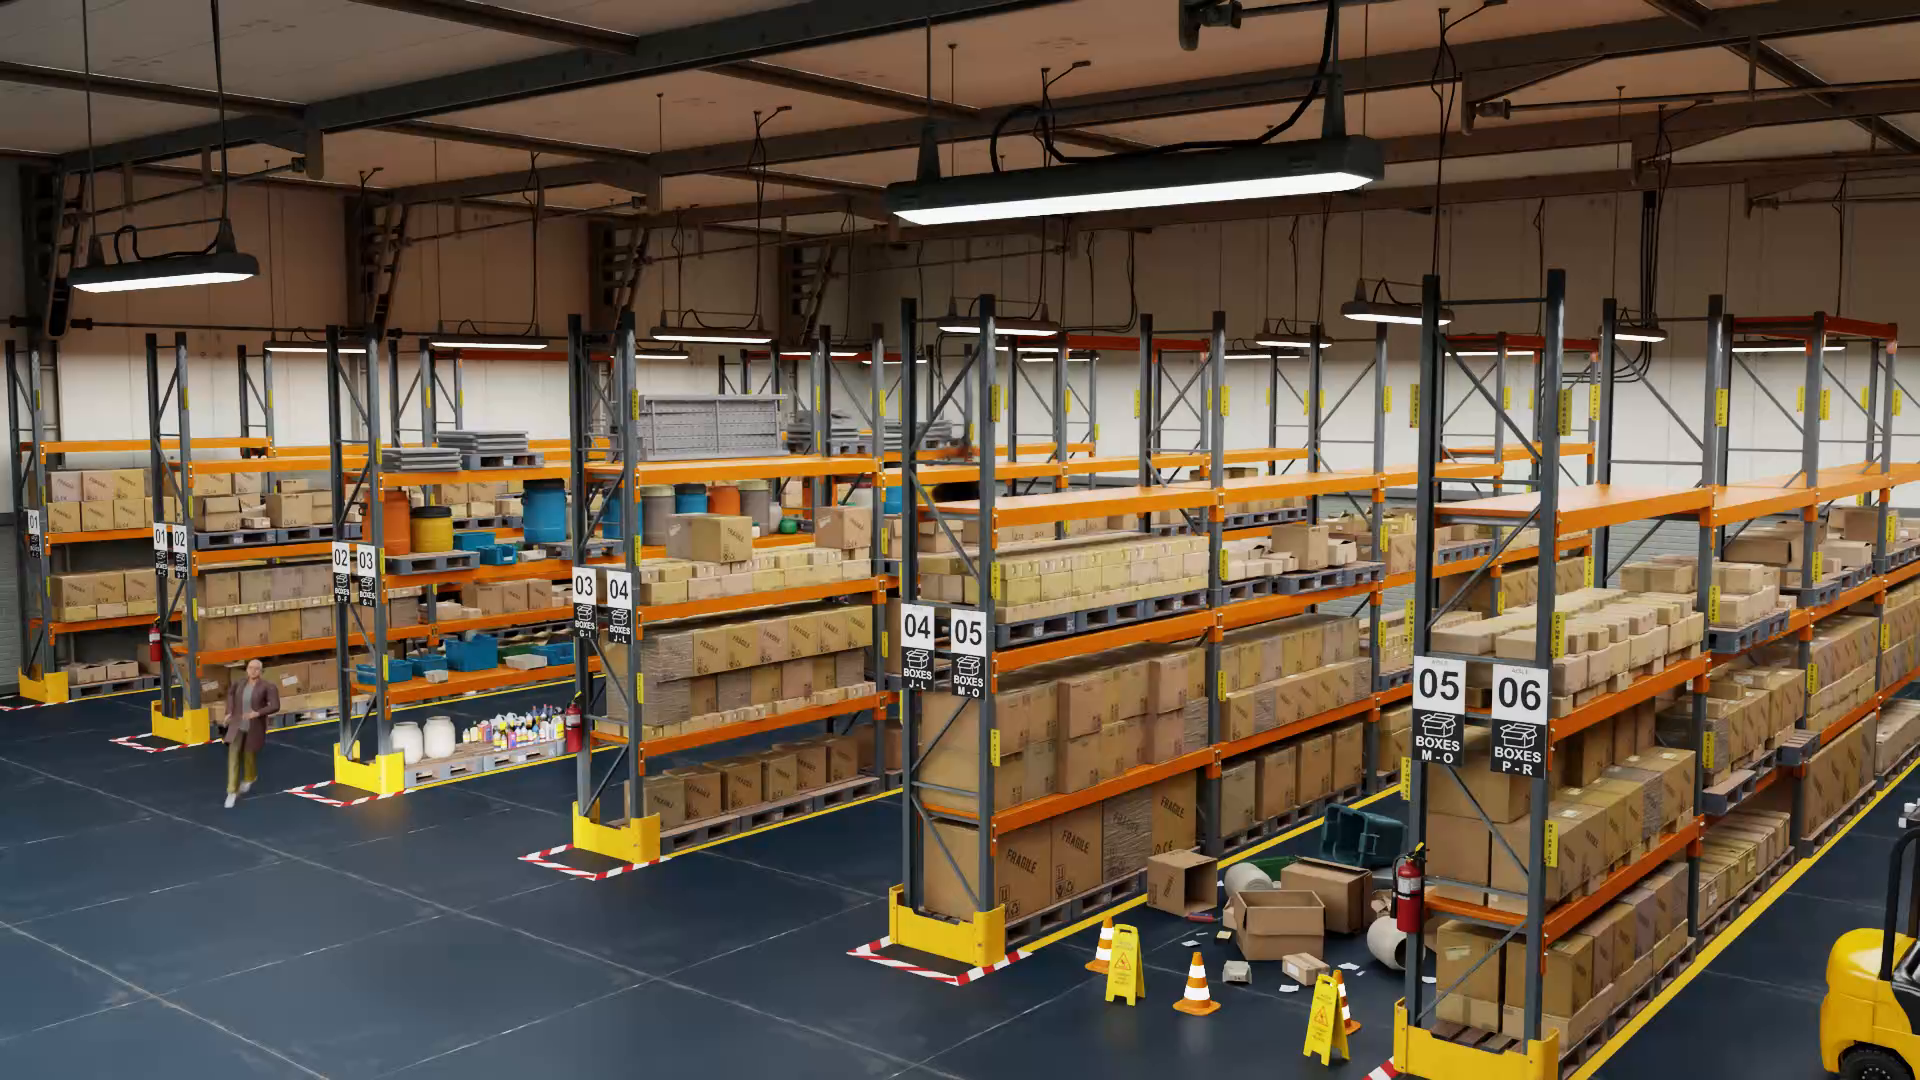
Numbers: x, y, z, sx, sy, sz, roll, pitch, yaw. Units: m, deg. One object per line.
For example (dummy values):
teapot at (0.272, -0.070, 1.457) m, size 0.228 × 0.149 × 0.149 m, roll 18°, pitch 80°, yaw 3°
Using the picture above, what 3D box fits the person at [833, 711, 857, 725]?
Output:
person at (-1.762, 1.899, 24.301) m, size 0.548 × 1.582 × 0.740 m, roll 3°, pitch 6°, yaw 32°

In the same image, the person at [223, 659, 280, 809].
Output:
person at (-8.937, 2.392, 20.934) m, size 0.708 × 1.767 × 0.987 m, roll -1°, pitch 5°, yaw -8°

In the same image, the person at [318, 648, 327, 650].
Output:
person at (-10.878, 1.781, 28.289) m, size 0.592 × 1.734 × 0.684 m, roll 3°, pitch 6°, yaw 33°

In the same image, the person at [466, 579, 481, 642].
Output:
person at (-9.126, 1.539, 31.265) m, size 0.541 × 1.624 × 0.553 m, roll 3°, pitch 6°, yaw 33°
